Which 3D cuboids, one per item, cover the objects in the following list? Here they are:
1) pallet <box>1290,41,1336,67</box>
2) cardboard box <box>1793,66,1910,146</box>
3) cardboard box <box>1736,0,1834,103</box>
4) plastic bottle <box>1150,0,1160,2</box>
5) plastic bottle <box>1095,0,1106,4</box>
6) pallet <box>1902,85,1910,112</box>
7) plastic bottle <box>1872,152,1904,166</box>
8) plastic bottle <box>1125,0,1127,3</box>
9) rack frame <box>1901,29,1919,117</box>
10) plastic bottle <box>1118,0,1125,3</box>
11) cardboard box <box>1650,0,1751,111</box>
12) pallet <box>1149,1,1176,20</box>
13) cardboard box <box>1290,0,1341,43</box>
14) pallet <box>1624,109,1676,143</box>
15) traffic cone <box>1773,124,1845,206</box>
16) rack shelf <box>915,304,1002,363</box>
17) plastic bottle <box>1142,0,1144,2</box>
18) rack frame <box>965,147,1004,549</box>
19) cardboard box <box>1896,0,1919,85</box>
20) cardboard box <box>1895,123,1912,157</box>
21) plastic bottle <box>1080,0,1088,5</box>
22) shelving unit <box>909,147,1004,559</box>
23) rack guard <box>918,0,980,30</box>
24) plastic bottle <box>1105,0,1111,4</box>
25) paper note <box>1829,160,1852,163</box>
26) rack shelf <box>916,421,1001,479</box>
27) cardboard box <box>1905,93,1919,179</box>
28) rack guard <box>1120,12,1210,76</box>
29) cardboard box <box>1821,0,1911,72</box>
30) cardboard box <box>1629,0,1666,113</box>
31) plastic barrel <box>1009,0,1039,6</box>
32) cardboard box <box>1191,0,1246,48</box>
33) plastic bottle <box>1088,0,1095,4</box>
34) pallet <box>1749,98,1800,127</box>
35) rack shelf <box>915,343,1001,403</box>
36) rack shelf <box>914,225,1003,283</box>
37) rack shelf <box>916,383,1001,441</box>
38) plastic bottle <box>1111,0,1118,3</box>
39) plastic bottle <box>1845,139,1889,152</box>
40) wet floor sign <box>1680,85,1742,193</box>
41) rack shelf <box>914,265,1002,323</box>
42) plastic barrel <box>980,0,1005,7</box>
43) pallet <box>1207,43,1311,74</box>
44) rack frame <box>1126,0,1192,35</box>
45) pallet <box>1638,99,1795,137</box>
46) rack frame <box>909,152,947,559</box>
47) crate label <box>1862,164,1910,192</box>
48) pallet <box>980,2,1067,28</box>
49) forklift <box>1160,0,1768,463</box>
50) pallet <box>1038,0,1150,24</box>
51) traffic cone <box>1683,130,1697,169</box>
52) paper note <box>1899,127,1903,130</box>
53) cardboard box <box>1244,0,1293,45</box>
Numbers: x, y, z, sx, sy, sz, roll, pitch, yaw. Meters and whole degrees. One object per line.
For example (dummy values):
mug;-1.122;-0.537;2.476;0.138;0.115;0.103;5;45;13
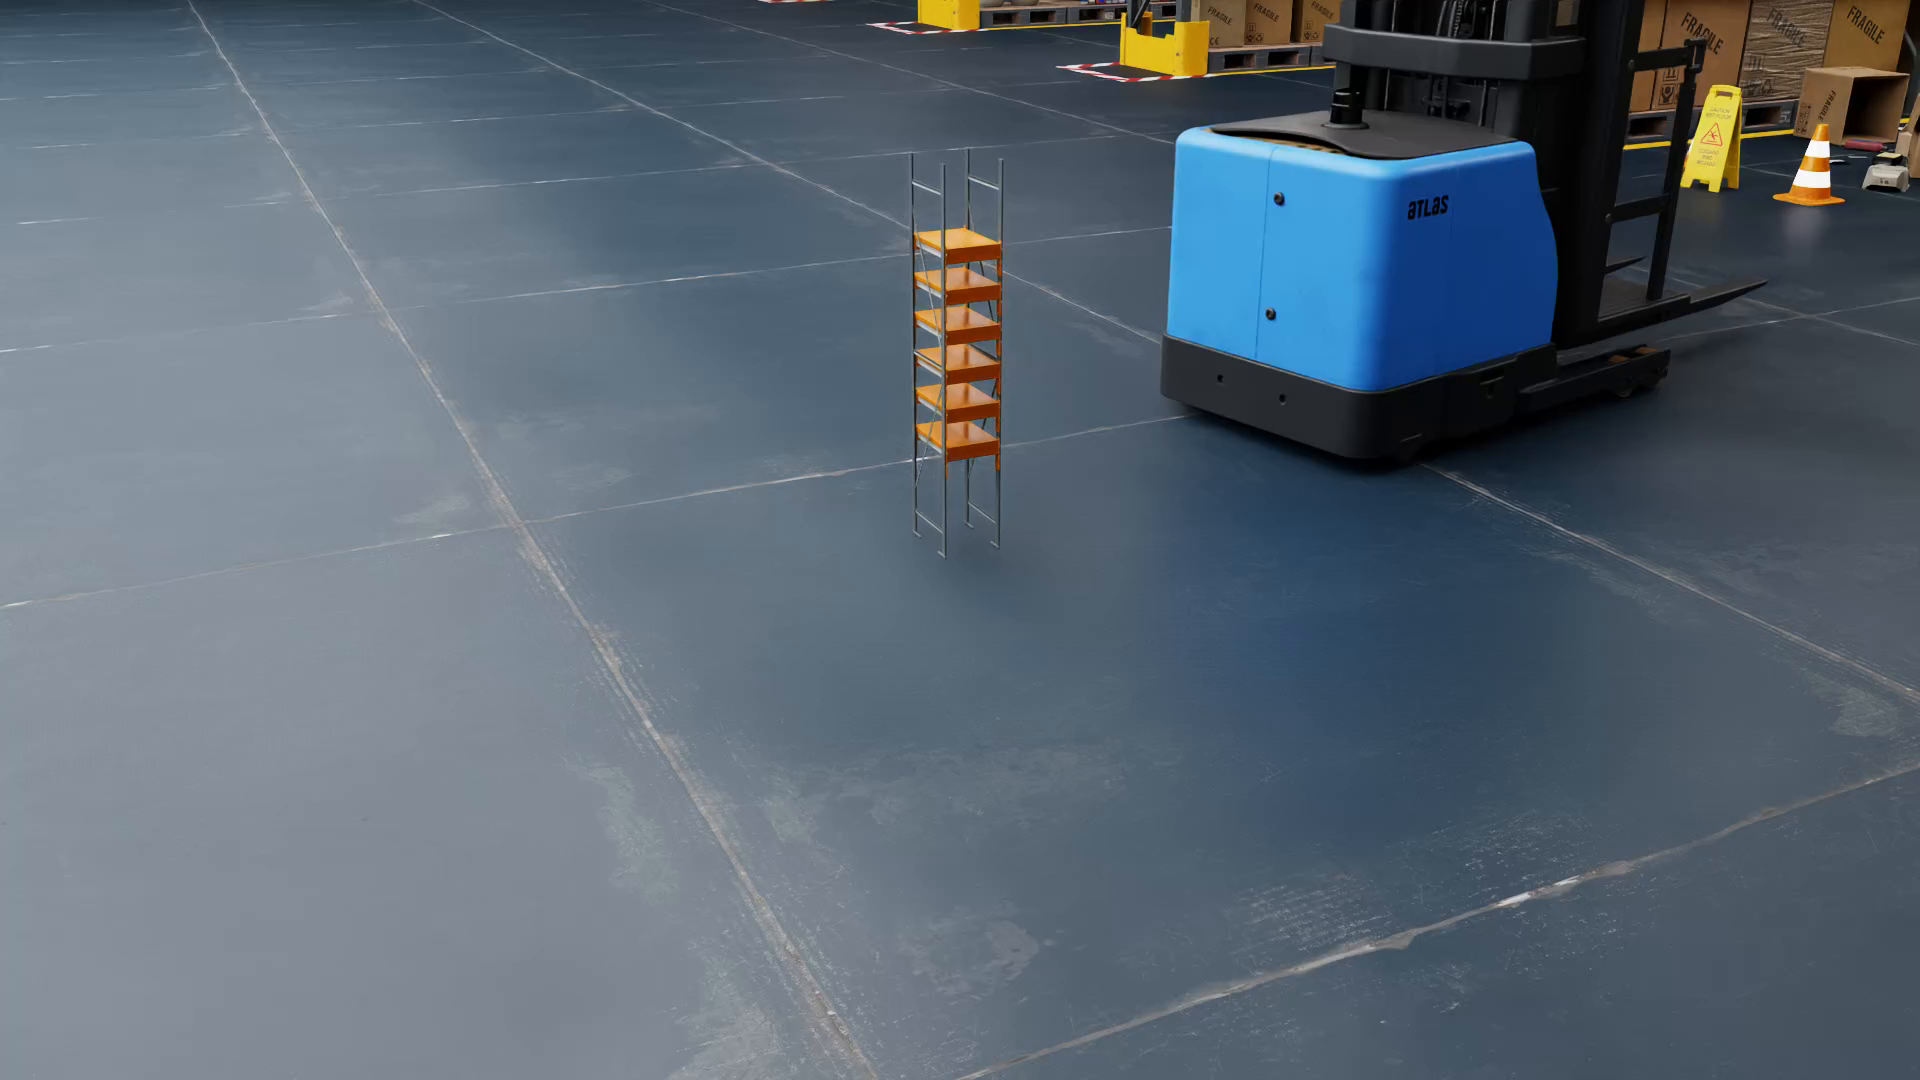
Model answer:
pallet;3.866;-5.125;17.356;1.213;0.211;1.003;-10;25;-24
cardboard box;6.663;-3.250;12.445;0.500;0.500;0.500;-6;23;-14
cardboard box;6.209;-3.997;13.212;0.875;0.875;0.875;-10;25;-23
plastic bottle;2.490;-7.136;21.456;0.185;0.351;0.144;-11;25;-24
plastic bottle;1.785;-6.958;21.113;0.133;0.283;0.061;-10;25;-23
pallet;8.280;-3.881;14.349;1.213;0.211;1.003;-10;25;-24
plastic bottle;6.473;-2.657;11.588;0.133;0.061;0.283;20;30;40
plastic bottle;2.155;-7.028;21.298;0.097;0.271;0.097;0;22;0
rack frame;7.617;-5.015;13.444;0.127;3.000;1.000;-10;25;-24
plastic bottle;2.062;-6.978;21.270;0.097;0.201;0.097;0;22;0
cardboard box;5.387;-3.846;12.848;0.875;0.875;0.875;-11;25;-24
pallet;2.786;-7.063;22.036;1.213;0.211;1.003;-10;25;-24
cardboard box;3.619;-5.423;17.148;0.500;0.500;0.500;-8;24;-19
pallet;4.699;-3.223;12.760;1.213;0.211;1.003;-10;25;-24
traffic cone;5.291;-2.332;10.280;0.334;0.463;0.336;-10;25;-24
rack shelf;-0.013;-0.622;4.986;0.180;0.103;0.258;-10;25;-24
plastic bottle;2.341;-7.076;21.408;0.135;0.276;0.152;-10;24;-23
rack frame;0.069;-0.567;5.051;0.006;1.200;0.240;-10;25;-24
cardboard box;8.137;-4.304;14.118;0.750;0.750;1.050;-11;25;-24
cardboard box;6.867;-2.832;11.745;0.258;0.266;0.396;-6;23;-14
plastic bottle;1.573;-6.921;21.039;0.097;0.271;0.097;0;22;0
shelving unit;-0.013;-0.552;5.015;0.189;1.200;0.258;-10;25;-24
rack guard;-0.147;-6.659;20.682;0.348;0.500;1.175;-10;25;-24
plastic bottle;1.882;-6.978;21.177;0.097;0.271;0.097;0;22;0
paper note;6.124;-2.647;11.607;0.142;0.017;0.144;-2;23;-5
rack shelf;-0.013;-0.289;5.124;0.180;0.103;0.258;-10;25;-24
cardboard box;6.735;-2.673;11.049;0.797;0.503;0.637;10;24;22
rack guard;2.021;-4.935;16.519;0.348;0.500;1.175;-10;25;-24
cardboard box;7.020;-4.147;13.576;0.875;0.875;0.875;-10;25;-23
cardboard box;4.595;-3.699;12.494;0.875;0.875;0.875;-10;25;-23
plastic barrel;0.816;-7.048;21.058;0.421;0.512;0.421;0;22;0
cardboard box;2.523;-5.215;16.645;0.500;0.500;0.500;-6;23;-14
plastic bottle;1.667;-6.906;21.094;0.097;0.201;0.097;0;22;0
pallet;6.898;-3.628;13.738;1.213;0.211;1.003;-10;25;-24
rack shelf;-0.013;-0.511;5.032;0.180;0.103;0.258;-10;25;-24
rack shelf;-0.013;-0.844;4.894;0.180;0.103;0.258;-10;25;-24
rack shelf;-0.013;-0.400;5.078;0.180;0.103;0.258;-10;25;-24
plastic bottle;1.972;-6.994;21.217;0.097;0.271;0.097;0;22;0
plastic bottle;6.612;-2.868;12.100;0.283;0.061;0.133;20;30;40
wet floor sign;4.845;-2.577;10.631;0.232;0.644;0.267;-15;27;-33
rack shelf;-0.013;-0.733;4.940;0.180;0.103;0.258;-10;25;-24
plastic barrel;0.364;-6.965;20.857;0.421;0.512;0.421;0;22;0
pallet;2.768;-4.925;16.871;1.213;0.211;1.003;-10;25;-24
rack frame;1.953;-6.078;16.011;0.127;3.000;1.000;-10;25;-24
pallet;5.797;-3.424;13.245;1.213;0.211;1.003;-10;25;-24
rack frame;-0.095;-0.537;4.978;0.006;1.200;0.240;-10;25;-24
crate label;5.972;-2.334;10.709;0.250;0.136;0.298;15;27;31
pallet;0.587;-6.658;21.059;1.213;0.211;1.003;-10;25;-24
forklift;2.247;-2.064;6.403;3.031;2.935;1.130;-17;28;-35
pallet;1.685;-6.859;21.544;1.213;0.211;1.003;-10;25;-24
traffic cone;5.107;-2.778;11.357;0.334;0.463;0.336;-10;25;-24
paper note;7.404;-3.220;12.988;0.147;0.020;0.142;10;24;22
cardboard box;3.046;-5.326;16.913;0.500;0.500;0.500;-4;23;-10
